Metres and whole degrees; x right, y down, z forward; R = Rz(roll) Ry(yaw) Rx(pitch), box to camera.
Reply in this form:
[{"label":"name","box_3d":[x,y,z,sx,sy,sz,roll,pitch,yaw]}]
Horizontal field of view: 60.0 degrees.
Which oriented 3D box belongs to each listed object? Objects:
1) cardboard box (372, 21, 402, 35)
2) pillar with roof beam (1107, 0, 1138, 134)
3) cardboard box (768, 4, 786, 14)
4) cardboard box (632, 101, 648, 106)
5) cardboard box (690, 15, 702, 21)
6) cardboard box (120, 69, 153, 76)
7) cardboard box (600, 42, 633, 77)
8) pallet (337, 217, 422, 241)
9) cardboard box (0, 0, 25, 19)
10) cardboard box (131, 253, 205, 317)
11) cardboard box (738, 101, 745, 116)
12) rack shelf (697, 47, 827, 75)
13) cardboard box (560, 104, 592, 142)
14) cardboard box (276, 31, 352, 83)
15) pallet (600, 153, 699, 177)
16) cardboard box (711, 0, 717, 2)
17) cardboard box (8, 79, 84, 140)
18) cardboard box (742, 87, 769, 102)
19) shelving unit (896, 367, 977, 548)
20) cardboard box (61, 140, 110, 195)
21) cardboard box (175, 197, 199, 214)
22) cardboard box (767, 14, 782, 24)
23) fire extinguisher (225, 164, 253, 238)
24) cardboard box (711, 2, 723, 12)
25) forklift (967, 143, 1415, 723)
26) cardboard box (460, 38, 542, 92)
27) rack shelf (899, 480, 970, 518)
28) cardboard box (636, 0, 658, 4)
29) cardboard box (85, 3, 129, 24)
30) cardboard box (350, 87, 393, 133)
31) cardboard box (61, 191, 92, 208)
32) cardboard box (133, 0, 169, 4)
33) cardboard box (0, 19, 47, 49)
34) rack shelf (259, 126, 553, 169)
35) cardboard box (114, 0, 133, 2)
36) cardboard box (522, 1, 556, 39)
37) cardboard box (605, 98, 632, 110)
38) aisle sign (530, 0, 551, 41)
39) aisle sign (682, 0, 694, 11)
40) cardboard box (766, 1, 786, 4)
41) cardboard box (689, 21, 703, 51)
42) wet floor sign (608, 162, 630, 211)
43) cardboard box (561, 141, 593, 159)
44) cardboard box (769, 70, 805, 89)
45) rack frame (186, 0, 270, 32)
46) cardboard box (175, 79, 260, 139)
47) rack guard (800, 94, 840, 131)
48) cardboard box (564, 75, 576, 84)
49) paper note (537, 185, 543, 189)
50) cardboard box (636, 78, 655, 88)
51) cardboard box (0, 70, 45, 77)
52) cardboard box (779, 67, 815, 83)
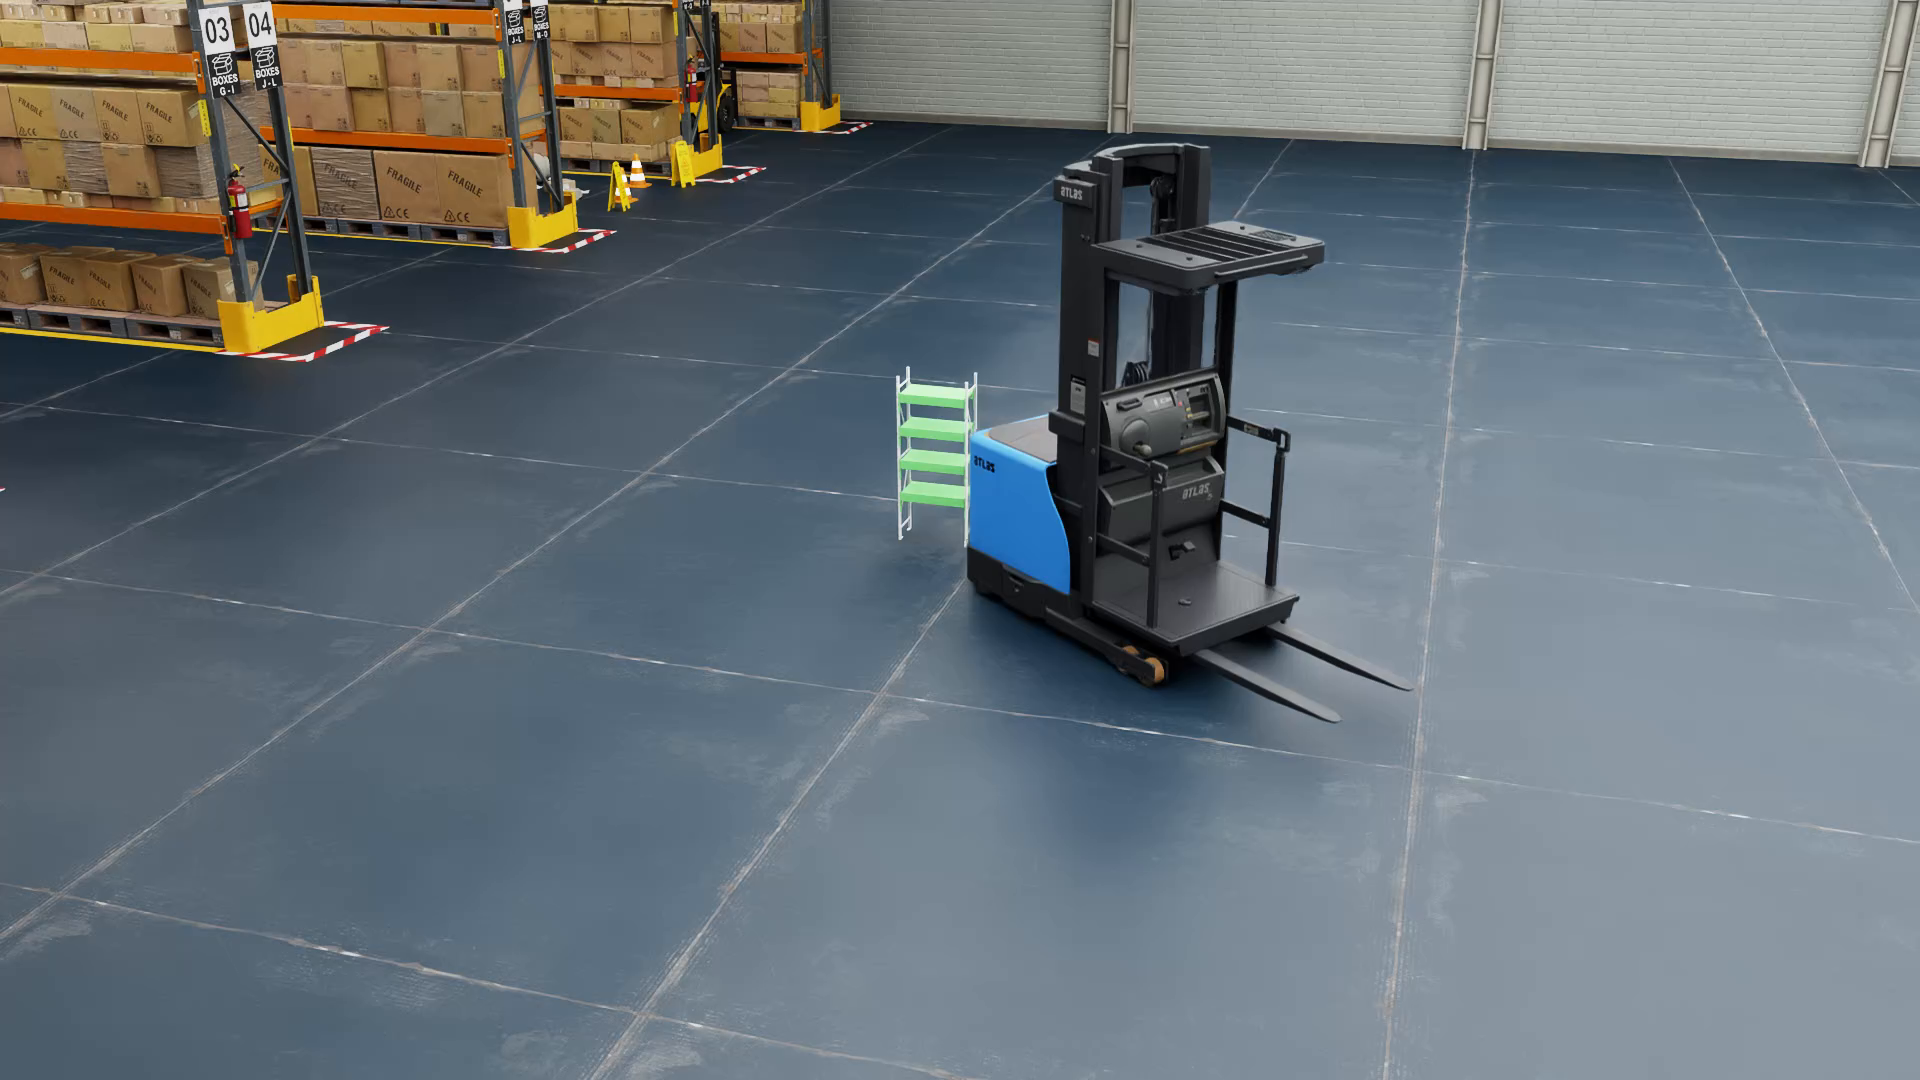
[{"label":"cardboard box","box_3d":[-8.763,-7.860,25.902,0.500,0.500,0.500,7,23,16]},{"label":"pillar with roof beam","box_3d":[1.574,-9.783,23.763,0.400,9.000,9.100,7,23,16]},{"label":"cardboard box","box_3d":[-3.169,-9.288,29.083,0.250,0.149,0.380,7,23,16]},{"label":"cardboard box","box_3d":[-5.167,-6.538,25.838,0.500,0.500,0.500,6,23,14]},{"label":"cardboard box","box_3d":[-4.646,-9.303,29.512,0.250,0.149,0.380,6,23,14]},{"label":"cardboard box","box_3d":[-10.567,-6.323,21.783,0.500,0.500,0.700,7,23,16]},{"label":"cardboard box","box_3d":[-5.028,-7.222,24.900,0.500,0.500,0.500,7,23,16]},{"label":"pallet","box_3d":[-7.236,-4.116,21.526,1.213,0.211,1.003,7,23,15]},{"label":"cardboard box","box_3d":[-9.161,-5.086,15.936,0.250,0.149,0.380,6,23,14]},{"label":"cardboard box","box_3d":[-7.988,-2.587,16.864,0.500,0.500,0.500,13,26,29]},{"label":"cardboard box","box_3d":[-4.011,-7.801,29.905,0.500,0.250,0.500,7,23,16]},{"label":"rack shelf","box_3d":[-4.435,-8.712,30.005,4.000,0.370,1.077,7,23,16]},{"label":"cardboard box","box_3d":[-5.774,-6.398,25.497,0.500,0.500,0.500,6,23,14]},{"label":"cardboard box","box_3d":[-8.209,-6.149,21.187,0.550,0.550,0.875,7,23,16]},{"label":"pallet","box_3d":[-4.791,-5.842,25.734,1.213,0.211,1.003,7,23,16]},{"label":"cardboard box","box_3d":[-4.507,-9.632,29.920,0.250,0.149,0.380,7,23,17]},{"label":"cardboard box","box_3d":[-8.845,-4.205,16.227,0.500,0.500,0.500,7,23,16]},{"label":"cardboard box","box_3d":[-3.553,-7.978,29.678,0.500,0.250,0.500,6,23,15]},{"label":"shelving unit","box_3d":[-0.158,-0.573,11.587,0.503,1.200,0.258,7,23,16]},{"label":"cardboard box","box_3d":[-8.311,-3.757,16.453,0.500,0.500,0.875,7,23,16]},{"label":"cardboard box","box_3d":[-7.385,-3.289,16.167,0.250,0.149,0.380,7,23,16]},{"label":"cardboard box","box_3d":[-3.186,-9.126,29.078,0.250,0.149,0.380,7,23,16]},{"label":"fire extinguisher","box_3d":[-6.836,-3.206,15.734,0.183,0.674,0.296,7,23,16]},{"label":"cardboard box","box_3d":[-4.394,-9.439,29.449,0.250,0.149,0.380,7,23,16]},{"label":"forklift","box_3d":[1.339,-0.715,9.651,1.130,2.935,3.031,-16,27,-34]},{"label":"cardboard box","box_3d":[-5.627,-5.836,20.425,0.550,0.550,0.875,7,23,16]},{"label":"rack shelf","box_3d":[-0.158,-0.292,11.702,0.480,0.148,0.258,7,23,16]},{"label":"cardboard box","box_3d":[-5.607,-9.585,29.806,0.250,0.149,0.380,6,23,15]},{"label":"cardboard box","box_3d":[-7.925,-4.921,15.535,0.250,0.149,0.380,7,23,16]},{"label":"cardboard box","box_3d":[-7.204,-5.508,21.049,0.500,0.550,0.875,7,23,16]},{"label":"cardboard box","box_3d":[-8.612,-3.388,16.407,0.250,0.149,0.380,7,23,16]},{"label":"cardboard box","box_3d":[-7.748,-5.141,16.070,0.250,0.149,0.380,7,23,18]},{"label":"cardboard box","box_3d":[-8.798,-4.866,15.927,0.500,0.250,0.500,6,23,15]},{"label":"rack shelf","box_3d":[-7.198,-5.099,21.196,4.000,0.370,1.077,7,23,16]},{"label":"cardboard box","box_3d":[-8.156,-5.485,16.055,0.500,0.500,0.500,6,23,15]},{"label":"cardboard box","box_3d":[-6.466,-7.851,25.116,0.500,0.500,0.700,6,23,14]},{"label":"cardboard box","box_3d":[-5.163,-6.600,25.135,0.250,0.149,0.380,7,23,17]},{"label":"aisle sign","box_3d":[-5.129,-6.516,20.278,0.004,0.787,0.394,7,23,16]},{"label":"aisle sign","box_3d":[-3.975,-8.113,24.169,0.004,0.787,0.394,7,23,16]},{"label":"cardboard box","box_3d":[-3.278,-9.489,29.572,0.250,0.149,0.380,7,23,17]},{"label":"cardboard box","box_3d":[-4.536,-8.998,29.622,0.500,0.500,0.500,7,23,16]},{"label":"wet floor sign","box_3d":[-4.684,-4.839,22.718,0.232,0.644,0.267,3,22,6]},{"label":"cardboard box","box_3d":[-5.798,-6.050,25.636,0.500,0.250,0.500,6,23,14]},{"label":"cardboard box","box_3d":[-3.051,-8.148,29.433,0.500,0.250,0.500,7,23,17]},{"label":"rack frame","box_3d":[-6.813,-6.197,15.020,0.127,3.000,1.000,7,23,16]},{"label":"cardboard box","box_3d":[-7.261,-4.227,16.282,0.500,0.500,0.500,7,23,16]},{"label":"rack guard","box_3d":[-2.497,-7.667,29.802,0.348,0.500,1.175,7,23,16]},{"label":"cardboard box","box_3d":[-5.828,-7.044,25.320,0.250,0.149,0.380,7,23,16]},{"label":"paper note","box_3d":[-6.200,-5.171,24.351,0.142,0.019,0.148,16,27,34]},{"label":"cardboard box","box_3d":[-4.645,-6.856,24.864,0.250,0.149,0.380,6,23,15]},{"label":"cardboard box","box_3d":[-9.653,-4.503,16.953,0.500,0.500,0.500,7,23,16]},{"label":"cardboard box","box_3d":[-2.926,-8.332,29.882,0.500,0.250,0.500,6,23,15]}]
